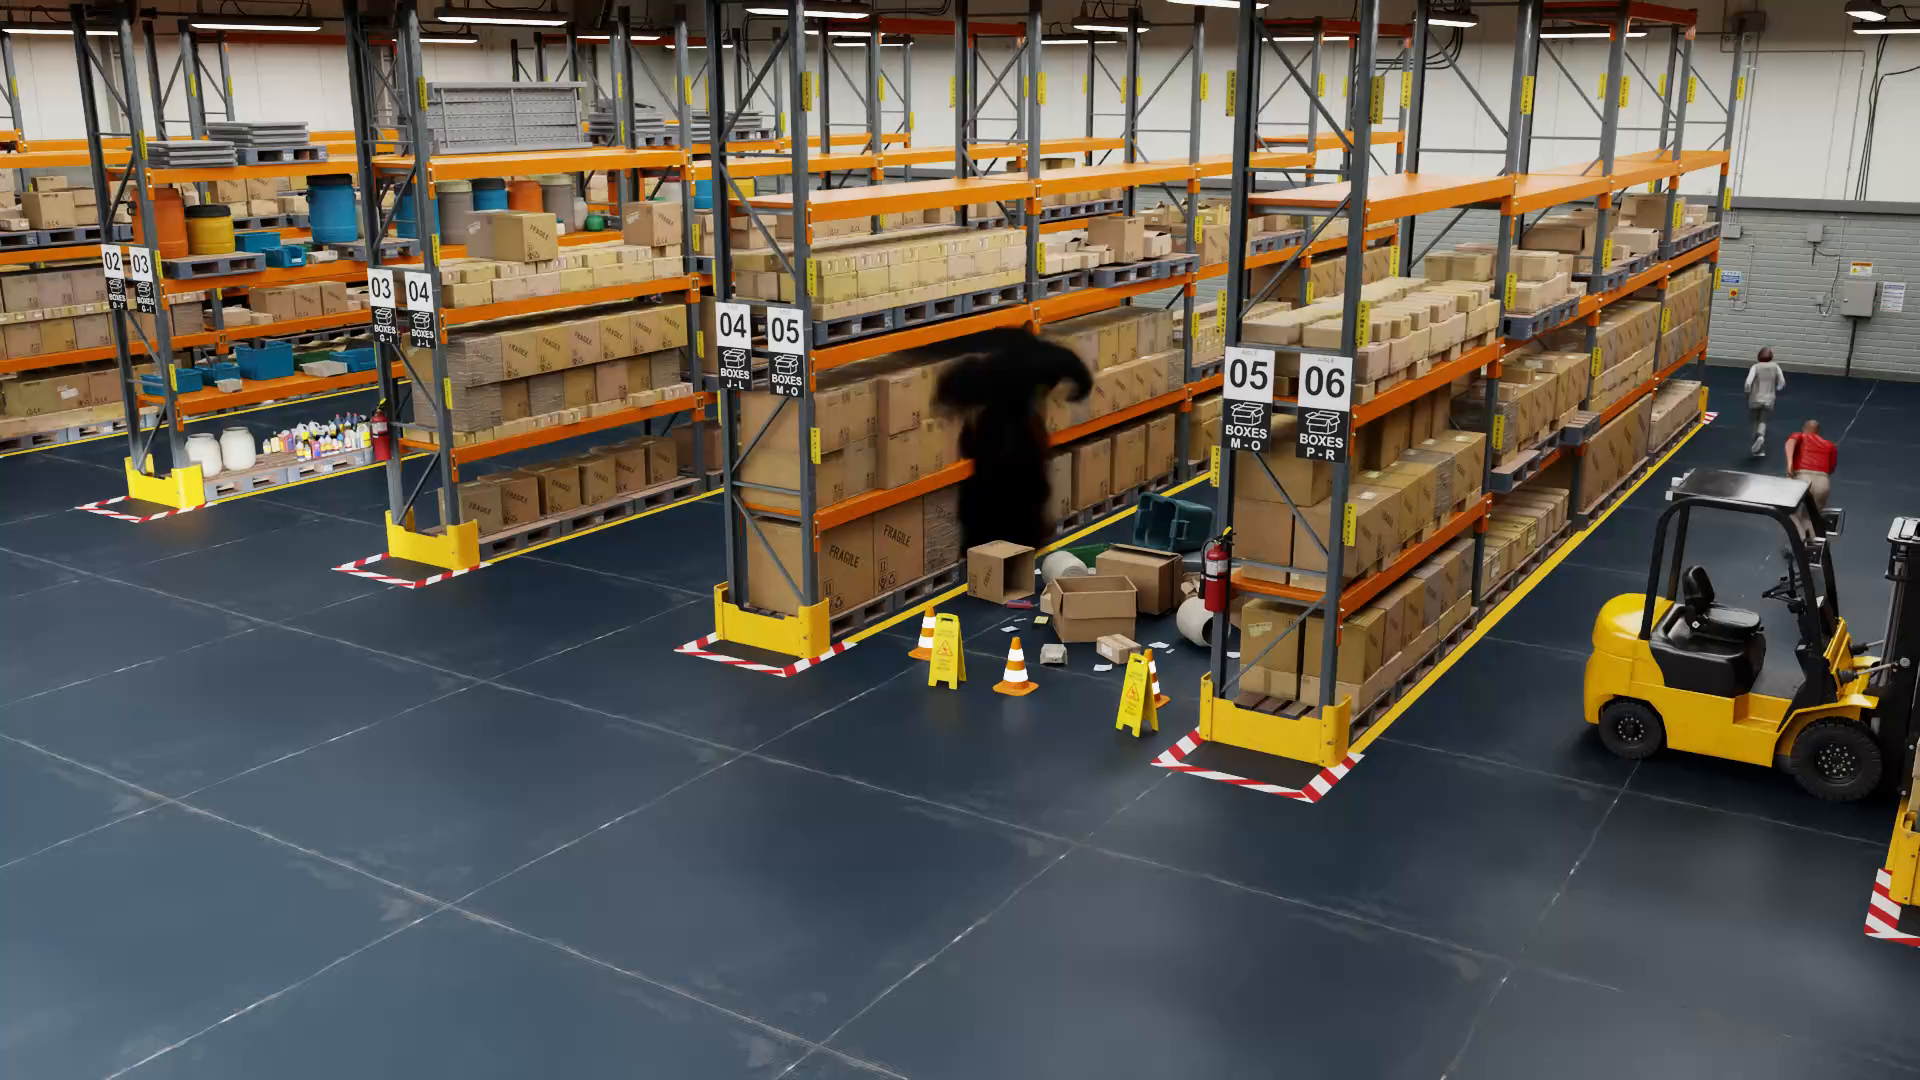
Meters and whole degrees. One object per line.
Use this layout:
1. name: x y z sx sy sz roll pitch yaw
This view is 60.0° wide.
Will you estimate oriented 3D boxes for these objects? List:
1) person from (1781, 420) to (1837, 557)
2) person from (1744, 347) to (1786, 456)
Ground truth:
1. person: 9.452 -0.567 18.575 0.646 1.441 1.027 3 16 11
2. person: 11.226 -1.907 23.241 0.533 1.551 0.542 4 16 16
